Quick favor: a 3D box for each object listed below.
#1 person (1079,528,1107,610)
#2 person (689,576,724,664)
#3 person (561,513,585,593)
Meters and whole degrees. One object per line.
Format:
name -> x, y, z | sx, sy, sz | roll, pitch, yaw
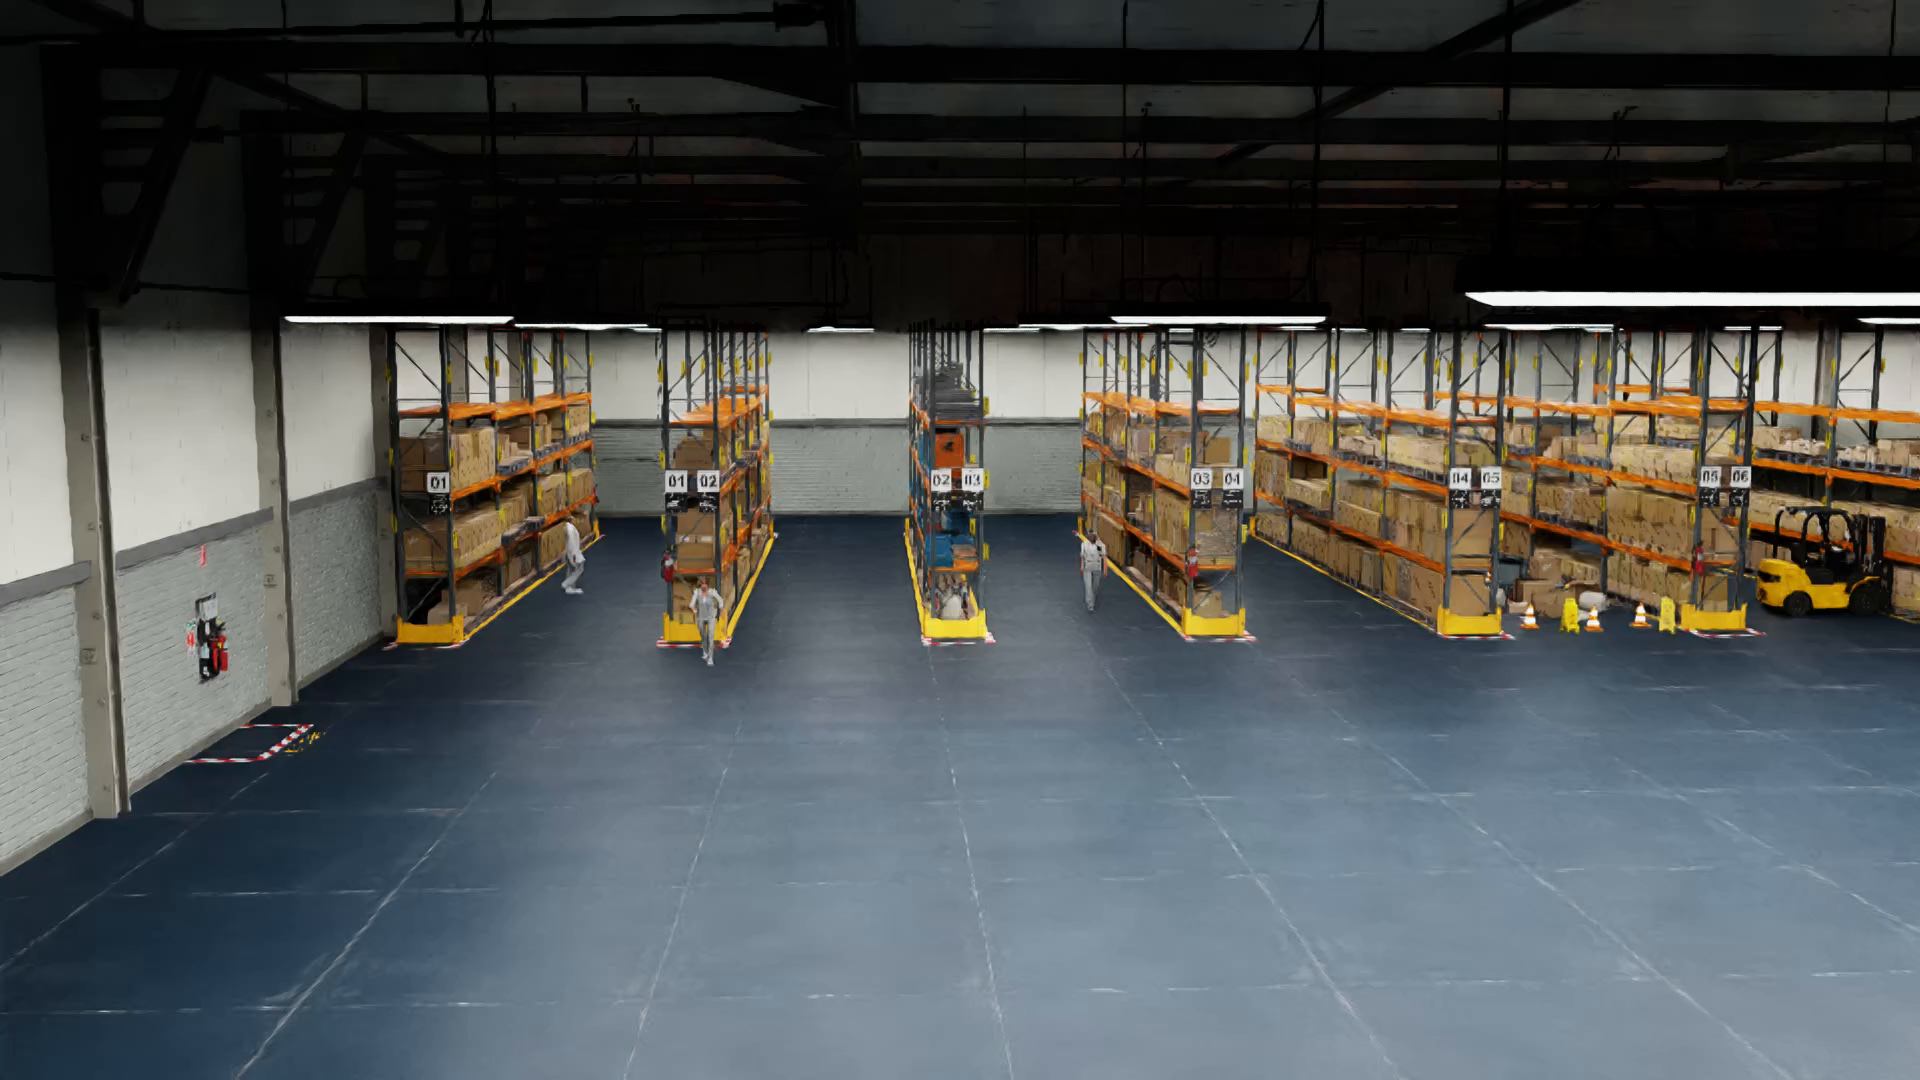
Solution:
person -> 2.791, 0.587, 34.706 | 0.556, 1.712, 1.030 | -1, 7, -4
person -> -4.446, 1.372, 29.143 | 0.562, 1.530, 0.815 | 0, 7, 3
person -> -8.594, 0.300, 36.788 | 0.517, 1.779, 0.632 | -4, 8, -28
